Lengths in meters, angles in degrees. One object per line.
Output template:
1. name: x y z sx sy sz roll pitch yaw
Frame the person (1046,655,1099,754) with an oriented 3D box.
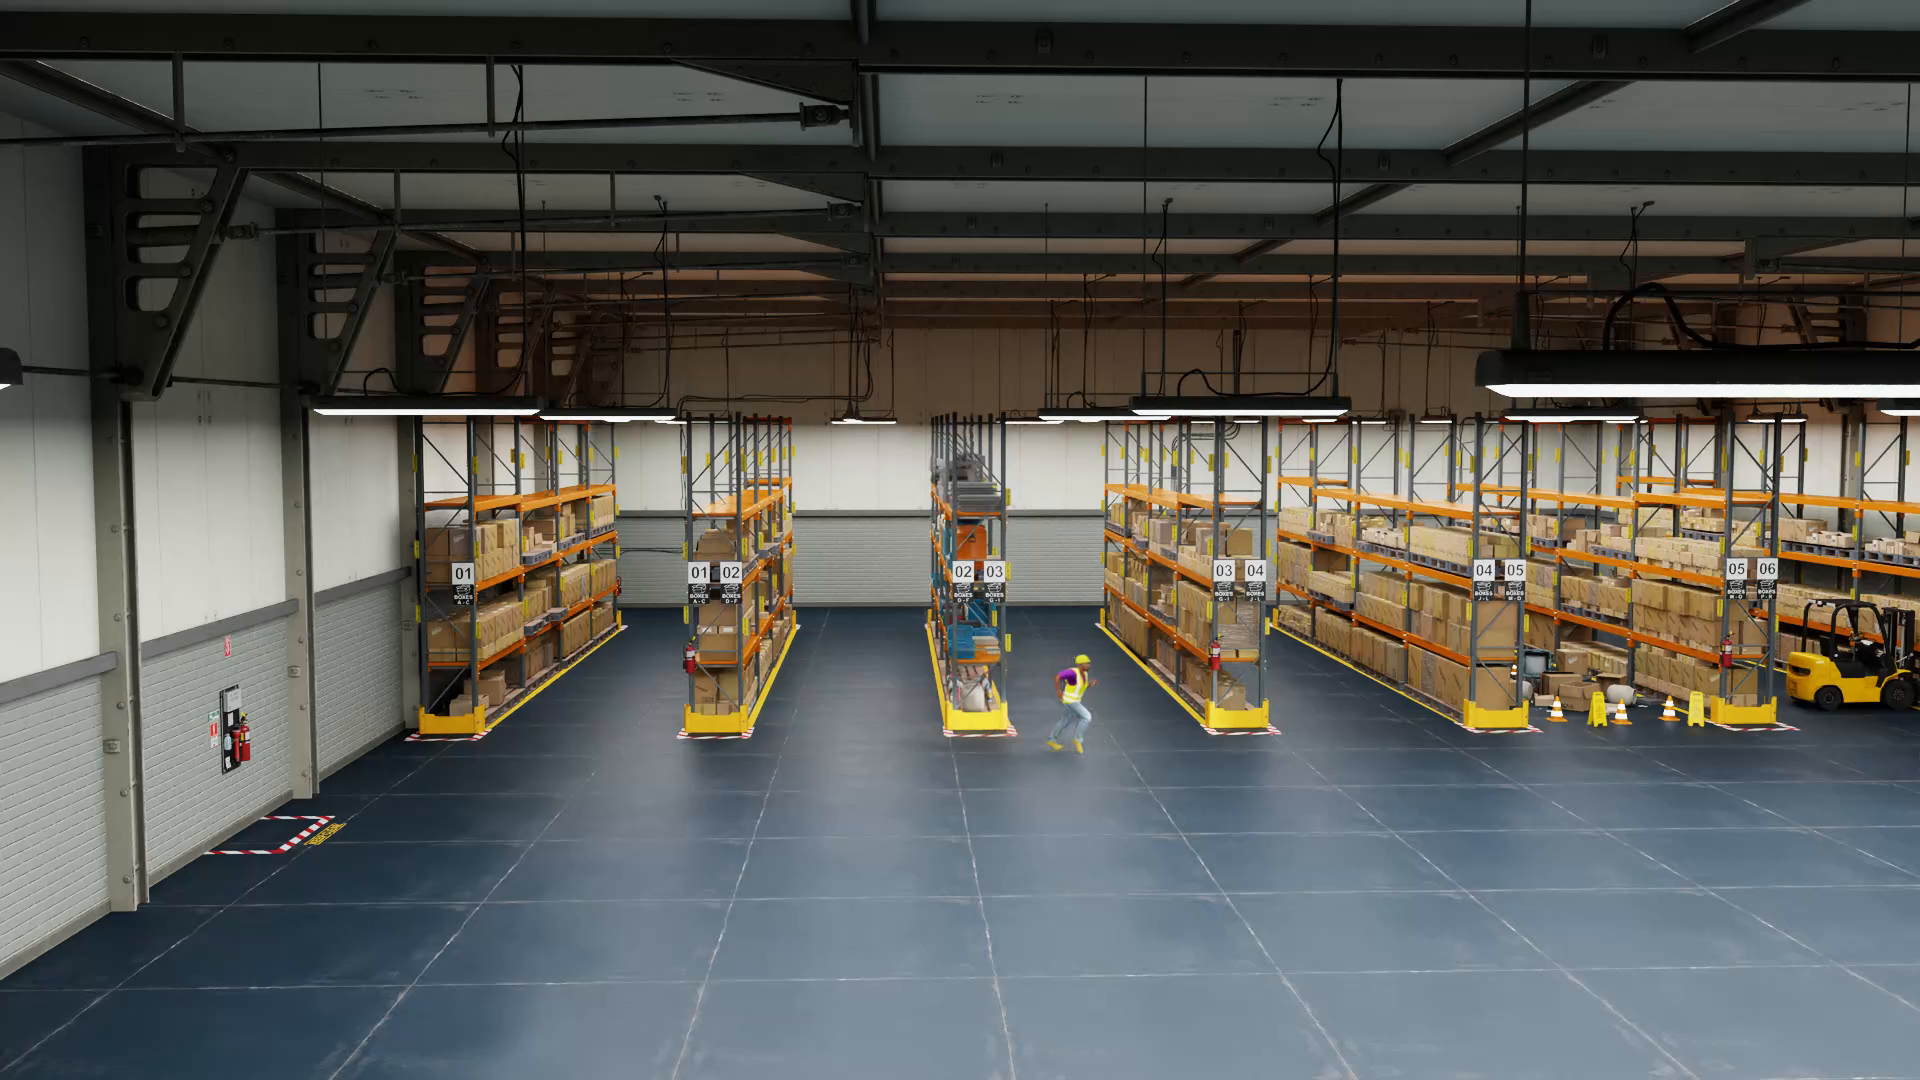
1. person: 1.960 2.873 29.205 0.929 1.736 0.685 1 4 19

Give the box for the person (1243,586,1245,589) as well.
1. person: 7.922 1.809 44.909 0.636 1.766 0.858 0 4 6
